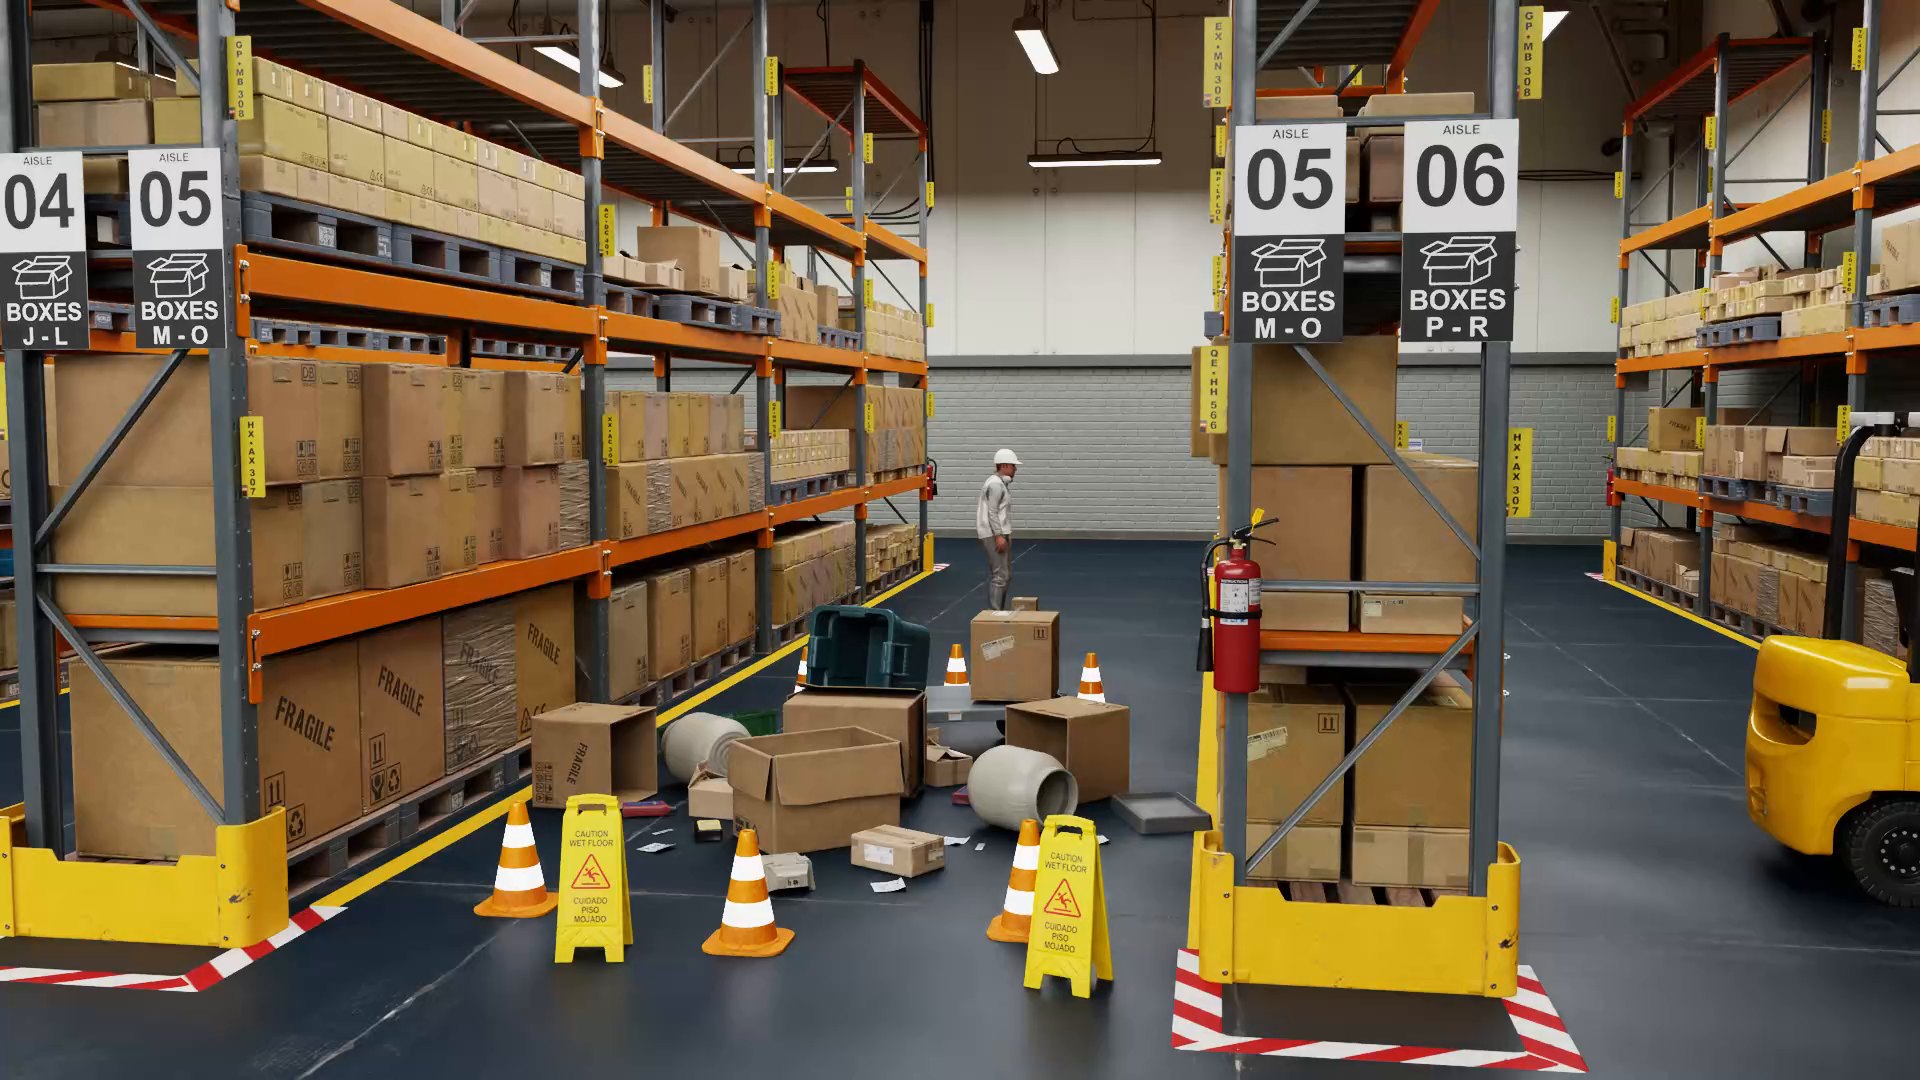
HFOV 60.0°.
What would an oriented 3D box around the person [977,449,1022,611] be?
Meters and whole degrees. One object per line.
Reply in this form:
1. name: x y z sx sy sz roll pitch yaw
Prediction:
1. person: 0.401 -0.037 16.934 0.460 1.772 0.581 1 4 9
